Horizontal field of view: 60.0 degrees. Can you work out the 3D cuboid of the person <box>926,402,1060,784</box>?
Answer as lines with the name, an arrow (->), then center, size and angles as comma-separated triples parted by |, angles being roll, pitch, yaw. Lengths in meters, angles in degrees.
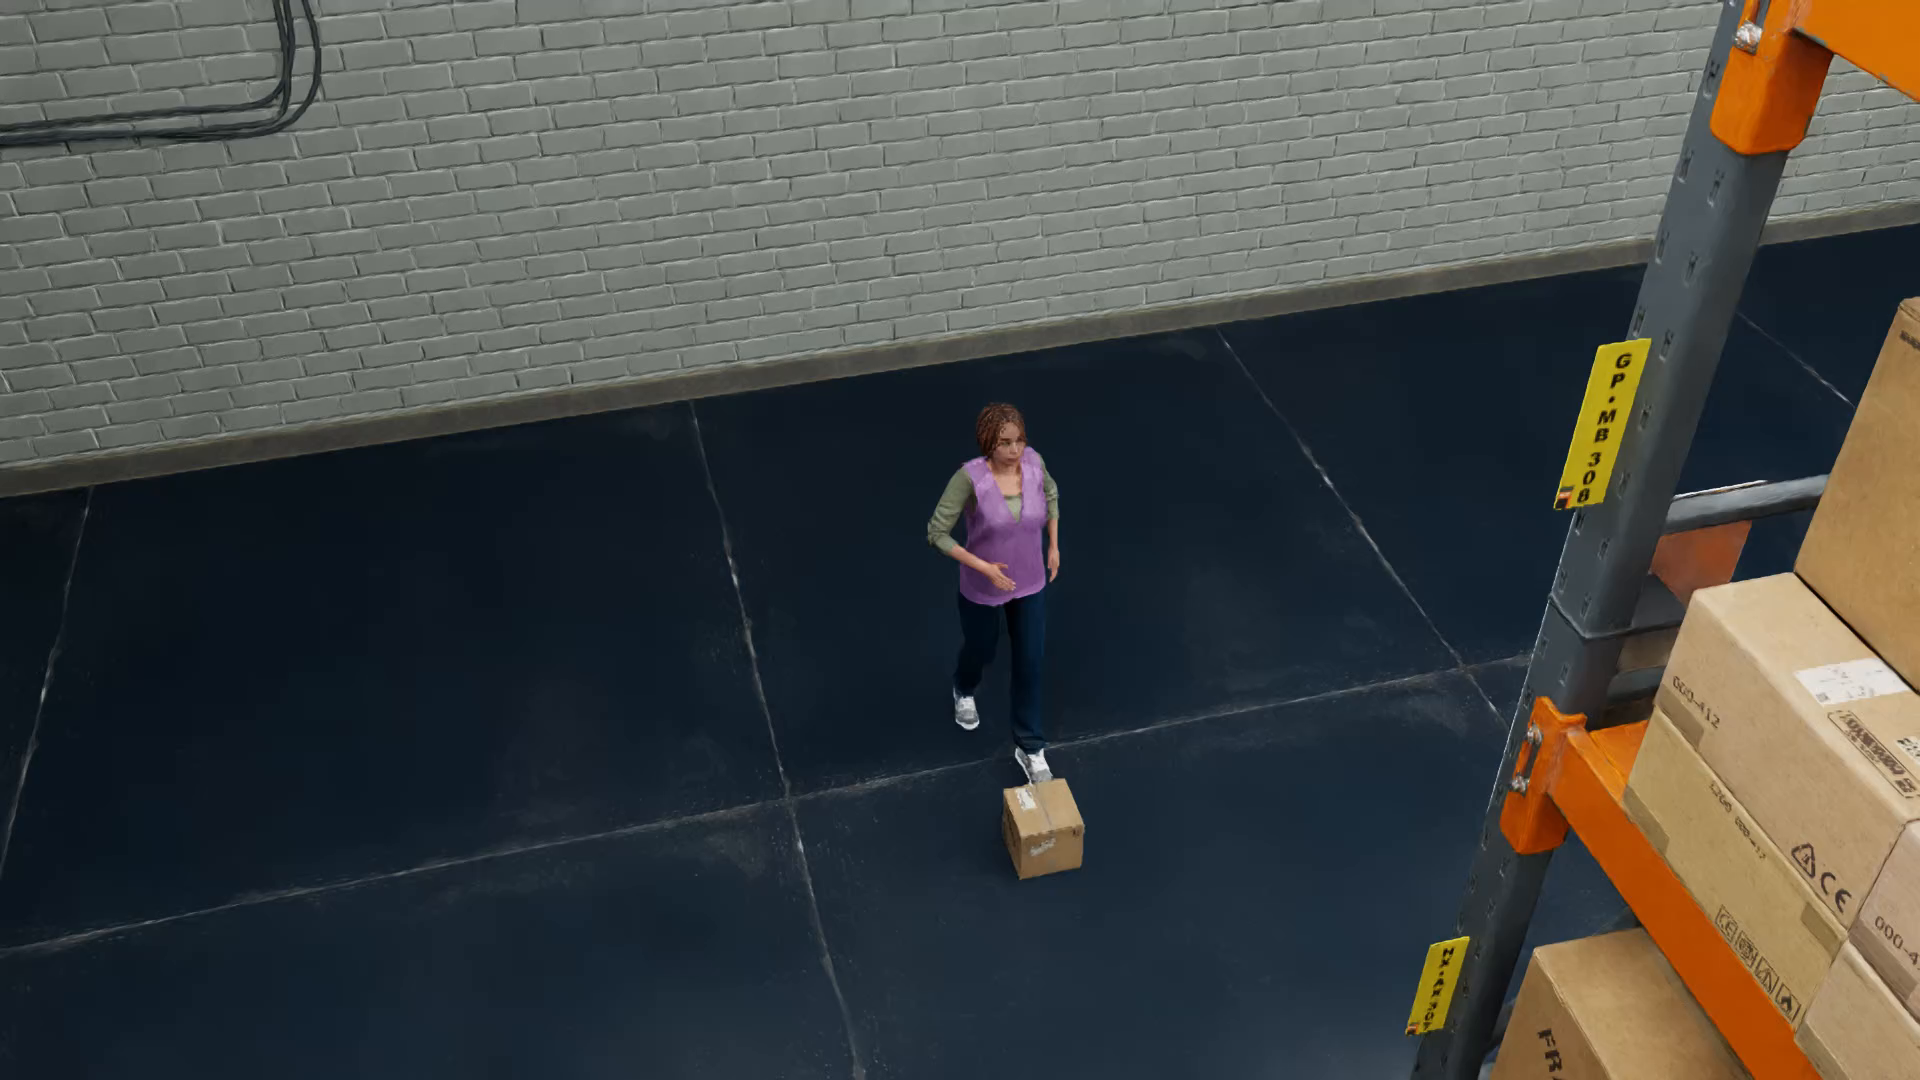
person -> 0.195, 0.221, 6.425 | 0.586, 1.581, 0.704 | -13, 41, -16
